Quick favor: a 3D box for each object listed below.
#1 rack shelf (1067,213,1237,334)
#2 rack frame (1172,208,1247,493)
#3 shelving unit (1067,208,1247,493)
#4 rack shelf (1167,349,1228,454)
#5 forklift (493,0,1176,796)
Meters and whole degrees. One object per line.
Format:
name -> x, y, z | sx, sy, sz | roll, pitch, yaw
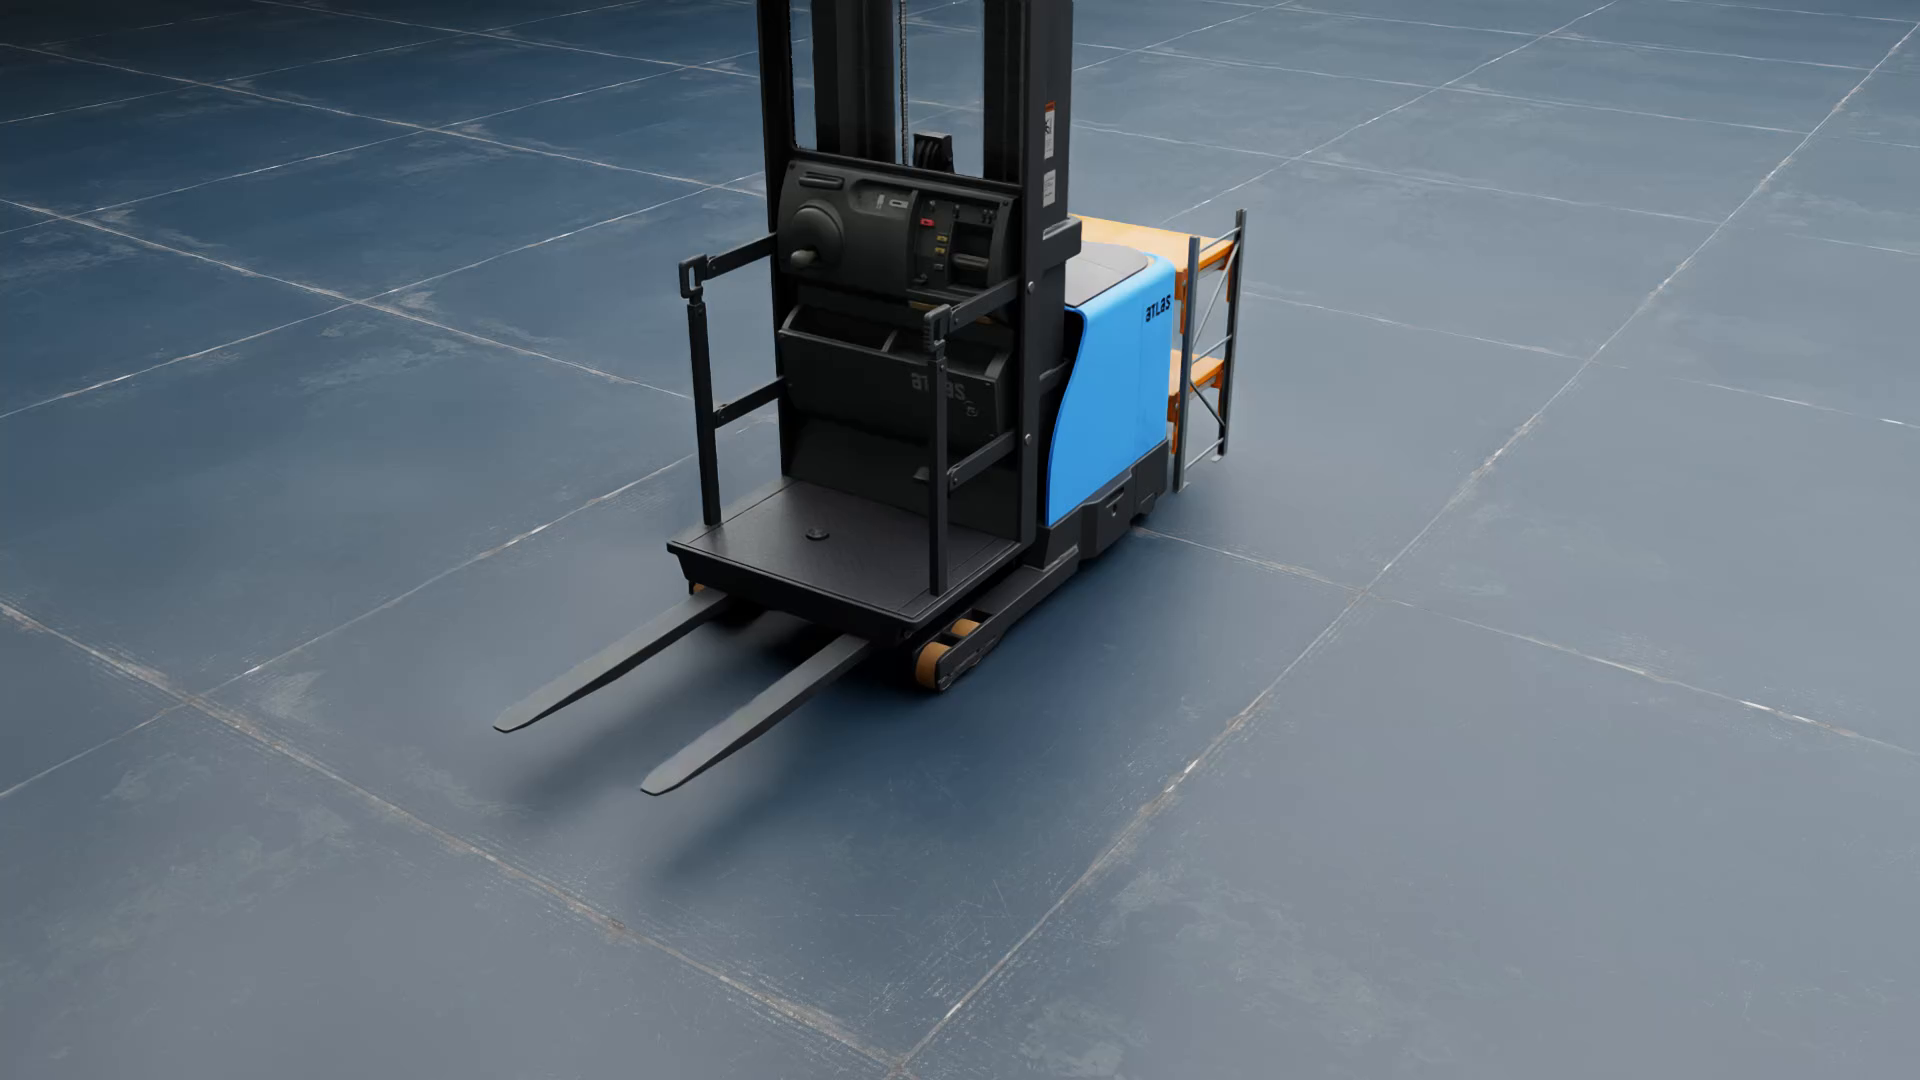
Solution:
rack shelf -> 0.635, -1.188, 7.195 | 1.000, 0.278, 0.538 | 16, 31, 29
rack frame -> 1.062, -0.802, 7.082 | 0.032, 1.125, 0.500 | 16, 31, 29
shelving unit -> 0.634, -0.926, 7.327 | 1.048, 1.125, 0.538 | 16, 31, 29
rack shelf -> 0.633, -0.708, 7.437 | 1.000, 0.278, 0.538 | 16, 31, 29
forklift -> -0.347, -1.029, 5.541 | 1.130, 2.935, 3.031 | 16, 31, 29
